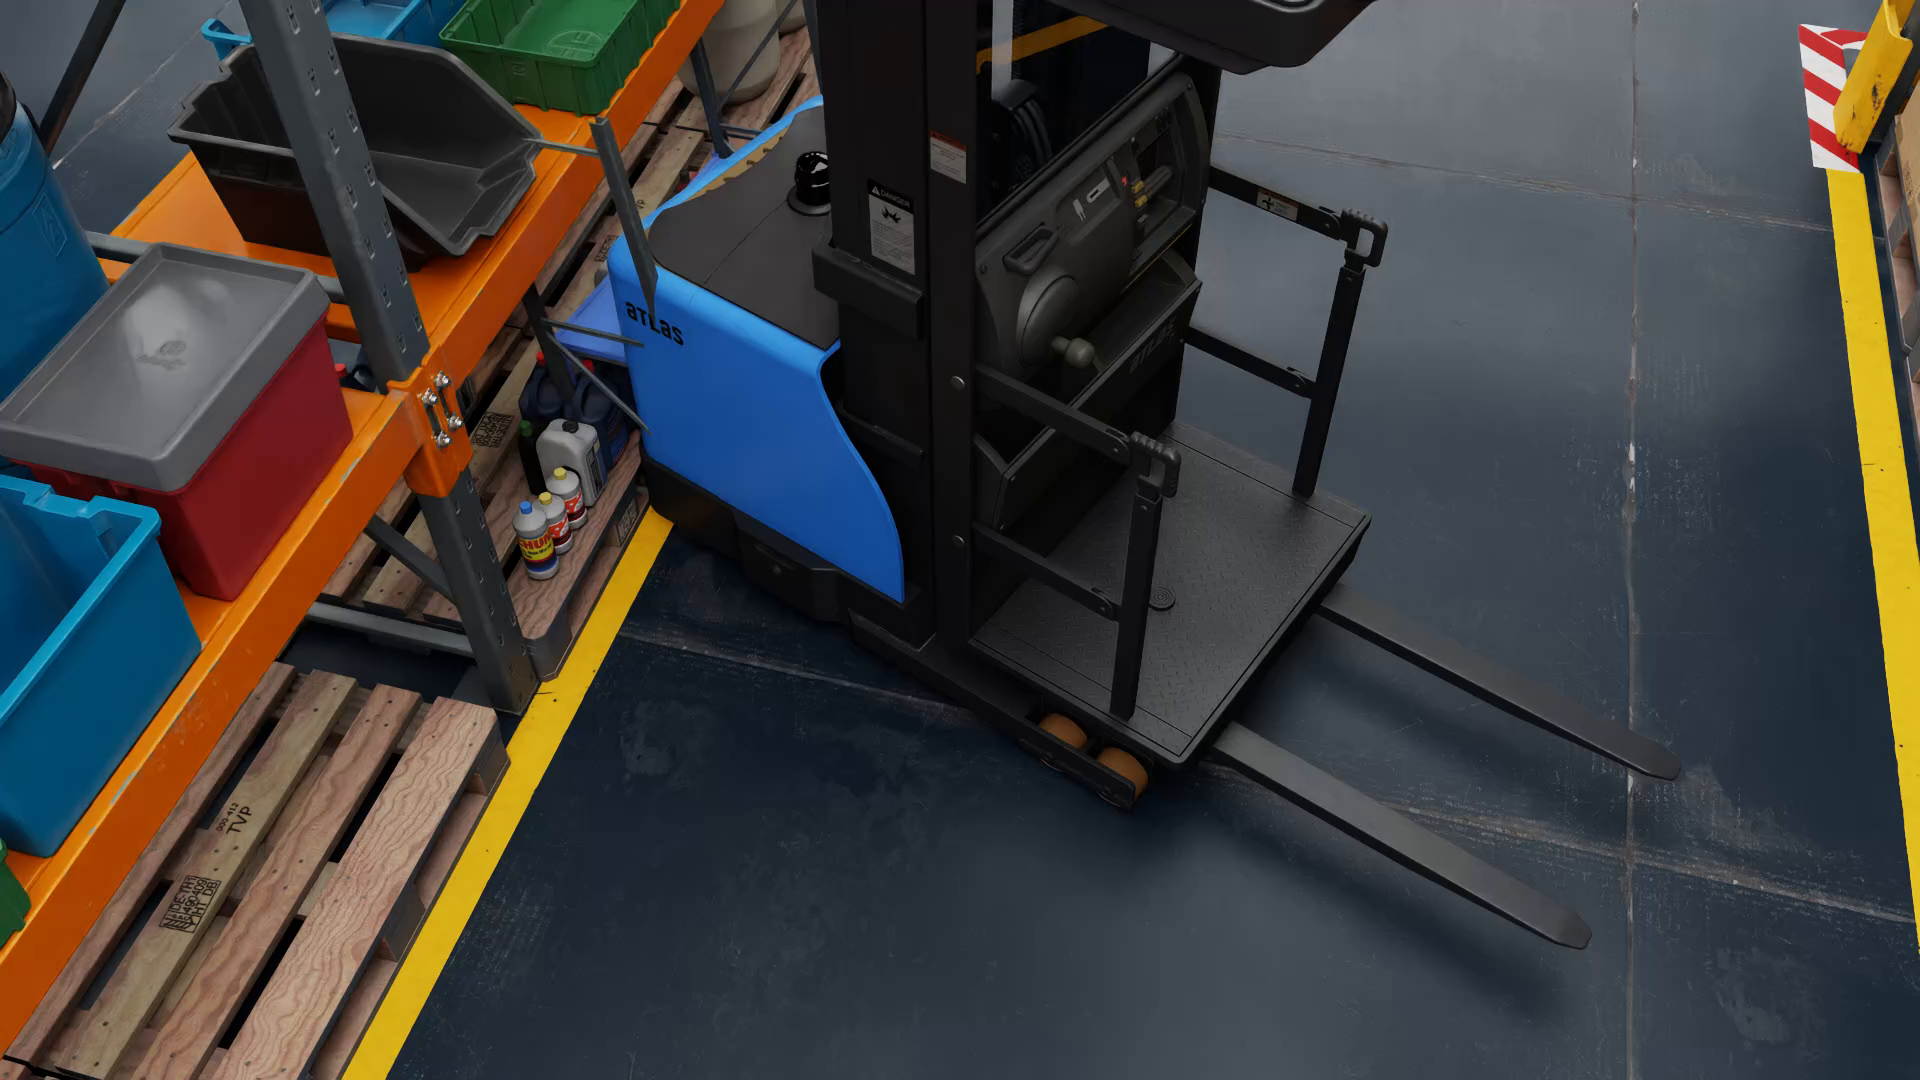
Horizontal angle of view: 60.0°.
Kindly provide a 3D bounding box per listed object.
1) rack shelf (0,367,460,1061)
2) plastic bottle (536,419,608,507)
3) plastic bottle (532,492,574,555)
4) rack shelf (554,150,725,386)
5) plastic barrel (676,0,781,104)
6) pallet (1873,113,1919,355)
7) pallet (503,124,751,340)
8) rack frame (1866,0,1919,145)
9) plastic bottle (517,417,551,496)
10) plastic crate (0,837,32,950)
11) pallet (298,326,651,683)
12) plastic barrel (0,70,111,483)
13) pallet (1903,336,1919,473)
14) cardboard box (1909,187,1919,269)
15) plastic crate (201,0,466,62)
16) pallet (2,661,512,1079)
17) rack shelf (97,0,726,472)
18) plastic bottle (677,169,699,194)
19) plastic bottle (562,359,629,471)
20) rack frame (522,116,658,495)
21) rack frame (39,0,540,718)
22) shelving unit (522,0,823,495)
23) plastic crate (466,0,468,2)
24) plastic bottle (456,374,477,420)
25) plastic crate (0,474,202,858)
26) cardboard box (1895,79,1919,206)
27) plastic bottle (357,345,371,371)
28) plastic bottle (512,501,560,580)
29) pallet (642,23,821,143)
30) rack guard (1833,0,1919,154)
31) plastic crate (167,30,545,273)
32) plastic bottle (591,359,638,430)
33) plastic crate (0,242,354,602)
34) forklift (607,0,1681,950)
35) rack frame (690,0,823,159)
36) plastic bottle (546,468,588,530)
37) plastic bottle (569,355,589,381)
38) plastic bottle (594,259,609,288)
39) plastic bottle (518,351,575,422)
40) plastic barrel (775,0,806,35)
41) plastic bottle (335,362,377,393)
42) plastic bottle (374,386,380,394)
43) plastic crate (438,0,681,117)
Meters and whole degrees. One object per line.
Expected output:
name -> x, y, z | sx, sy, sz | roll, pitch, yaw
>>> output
rack shelf -> -2.258, 1.062, 2.792 | 1.077, 0.370, 4.000 | 12, 50, 10
plastic bottle -> -1.166, -0.250, 4.993 | 0.152, 0.276, 0.135 | 13, 50, 11
plastic bottle -> -1.198, -0.060, 4.875 | 0.097, 0.201, 0.097 | 0, 49, 0
rack shelf -> -0.774, -0.811, 5.142 | 0.538, 0.185, 1.000 | 15, 51, 21
plastic barrel -> -0.910, -1.978, 6.374 | 0.421, 0.512, 0.421 | 0, 49, 0
pallet -> 3.938, -1.051, 6.037 | 1.003, 0.211, 1.213 | 12, 50, 10
pallet -> -1.195, -1.063, 6.047 | 1.003, 0.211, 1.213 | 12, 50, 10
rack frame -> 4.099, -2.536, 5.487 | 1.000, 3.000, 0.127 | 12, 50, 10
plastic bottle -> -1.269, -0.273, 5.009 | 0.061, 0.283, 0.133 | 12, 50, 10
plastic crate -> -1.917, 0.763, 2.717 | 0.450, 0.188, 0.662 | 12, 50, 10
pallet -> -1.514, -0.177, 5.266 | 1.003, 0.211, 1.213 | 12, 50, 10
plastic barrel -> -2.125, -0.569, 3.417 | 0.600, 0.901, 0.708 | 12, 50, 10
pallet -> 3.615, -0.172, 5.261 | 1.003, 0.211, 1.213 | 12, 50, 10
cardboard box -> 3.615, -1.058, 5.737 | 0.500, 0.250, 0.500 | 12, 50, 10
plastic crate -> -1.702, -1.427, 4.608 | 0.499, 0.251, 0.616 | 12, 50, 10
pallet -> -1.900, 0.876, 4.336 | 1.003, 0.211, 1.213 | 12, 50, 10
rack shelf -> -1.205, -1.831, 5.345 | 1.077, 0.370, 4.000 | 12, 50, 10
plastic bottle -> -0.935, -1.191, 5.819 | 0.061, 0.283, 0.133 | 12, 50, 10
plastic bottle -> -1.118, -0.393, 5.070 | 0.144, 0.351, 0.185 | 13, 50, 11
rack frame -> -1.007, -0.578, 4.715 | 0.500, 1.500, 0.032 | 15, 51, 21
rack frame -> -1.731, -0.622, 3.799 | 1.000, 3.000, 0.127 | 12, 50, 10
shelving unit -> -0.795, -0.932, 5.011 | 0.538, 1.500, 1.048 | 15, 51, 21
plastic crate -> -1.548, -1.760, 4.978 | 0.530, 0.136, 0.437 | 12, 50, 10
plastic bottle -> -1.640, -0.517, 5.229 | 0.152, 0.276, 0.135 | 12, 50, 10
plastic crate -> -1.721, 0.242, 3.046 | 0.392, 0.384, 0.575 | 12, 50, 10
cardboard box -> 3.744, -1.421, 6.057 | 0.500, 0.250, 0.500 | 12, 50, 10
plastic bottle -> -1.789, -0.553, 5.211 | 0.144, 0.351, 0.185 | 9, 49, 8
plastic bottle -> -1.224, -0.009, 4.784 | 0.097, 0.271, 0.097 | 0, 49, 0
pallet -> -0.872, -1.942, 6.823 | 1.003, 0.211, 1.213 | 12, 50, 10
rack guard -> 4.106, -1.726, 6.440 | 1.175, 0.500, 0.348 | 12, 50, 10
plastic crate -> -1.471, -0.955, 4.134 | 0.767, 0.338, 0.504 | 12, 50, 10
plastic bottle -> -1.069, -0.530, 5.190 | 0.144, 0.351, 0.185 | 10, 49, 8
plastic crate -> -1.563, -0.233, 3.412 | 0.402, 0.464, 0.583 | 12, 50, 10
forklift -> 0.503, -0.693, 3.907 | 3.031, 2.935, 1.130 | 29, 55, 23
rack frame -> -0.583, -1.287, 5.308 | 0.500, 1.500, 0.032 | 15, 51, 21
plastic bottle -> -1.171, -0.133, 4.940 | 0.097, 0.201, 0.097 | 0, 49, 0
plastic bottle -> -1.197, -0.496, 5.213 | 0.097, 0.271, 0.097 | 0, 49, 0
plastic bottle -> -1.106, -0.824, 5.500 | 0.152, 0.276, 0.135 | 12, 50, 10
plastic bottle -> -1.258, -0.422, 5.095 | 0.144, 0.351, 0.185 | 12, 50, 10
plastic barrel -> -0.778, -2.340, 6.694 | 0.421, 0.512, 0.421 | 0, 49, 0
plastic bottle -> -1.840, -0.414, 5.088 | 0.144, 0.351, 0.185 | 10, 49, 9
plastic bottle -> -1.701, -0.386, 5.063 | 0.144, 0.351, 0.185 | 12, 50, 10
plastic crate -> -1.102, -1.479, 4.696 | 0.450, 0.188, 0.662 | 12, 50, 10
